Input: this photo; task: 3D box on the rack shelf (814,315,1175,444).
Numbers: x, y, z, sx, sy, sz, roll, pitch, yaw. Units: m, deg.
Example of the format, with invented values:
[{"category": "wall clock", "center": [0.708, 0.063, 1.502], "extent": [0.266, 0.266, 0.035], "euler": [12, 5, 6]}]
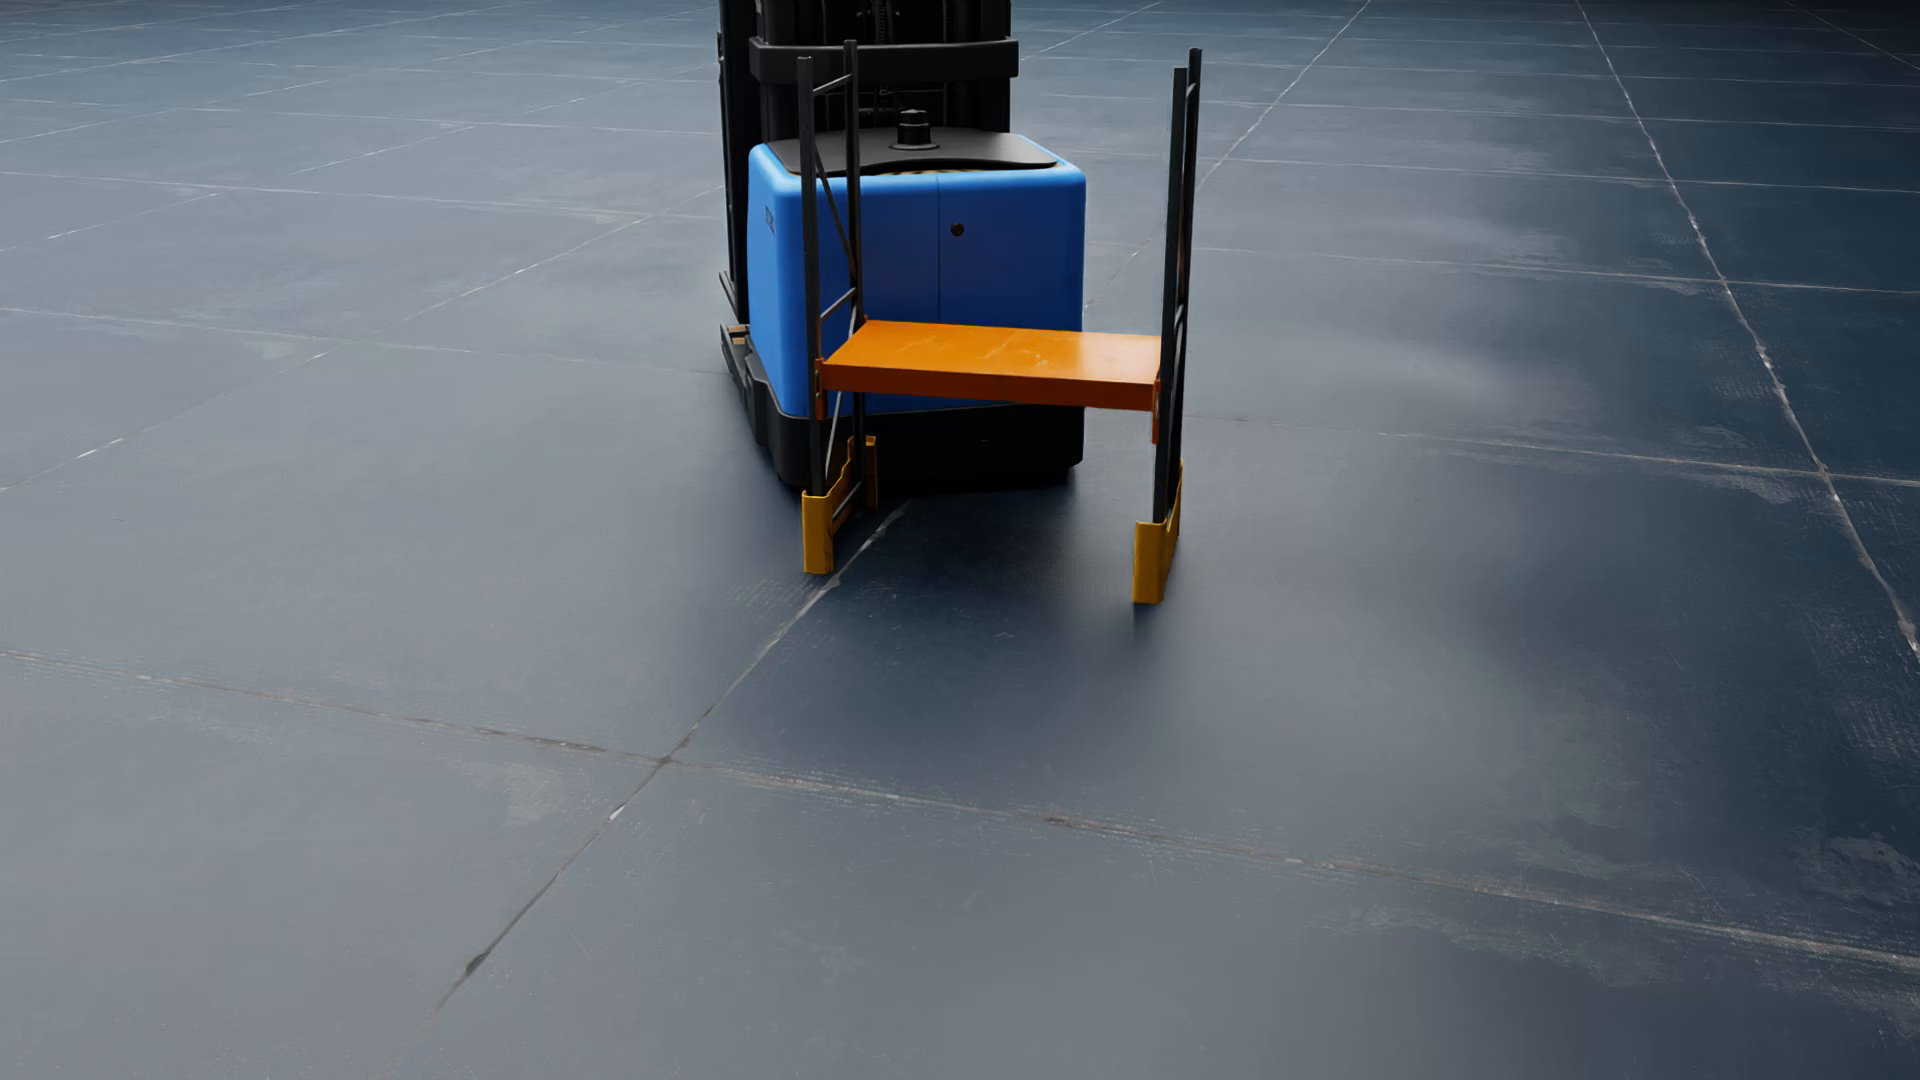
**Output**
[{"category": "rack shelf", "center": [0.123, -0.490, 4.962], "extent": [1.000, 0.185, 0.538], "euler": [5, 23, 11]}]

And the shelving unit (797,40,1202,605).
[{"category": "shelving unit", "center": [0.115, -0.657, 4.896], "extent": [1.083, 1.500, 0.587], "euler": [5, 23, 11]}]

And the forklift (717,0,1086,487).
[{"category": "forklift", "center": [-0.404, -2.060, 6.429], "extent": [1.130, 2.935, 3.031], "euler": [-5, 23, -12]}]

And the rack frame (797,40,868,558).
[{"category": "rack frame", "center": [-0.373, -0.698, 4.995], "extent": [0.032, 1.500, 0.500], "euler": [5, 23, 11]}]

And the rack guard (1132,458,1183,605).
[{"category": "rack guard", "center": [0.601, -0.039, 5.035], "extent": [0.087, 0.250, 0.587], "euler": [5, 23, 11]}]

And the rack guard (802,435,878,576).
[{"category": "rack guard", "center": [-0.372, -0.119, 5.232], "extent": [0.087, 0.250, 0.587], "euler": [5, 23, 11]}]

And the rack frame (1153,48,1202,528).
[{"category": "rack frame", "center": [0.620, -0.615, 4.794], "extent": [0.032, 1.500, 0.500], "euler": [5, 23, 11]}]
